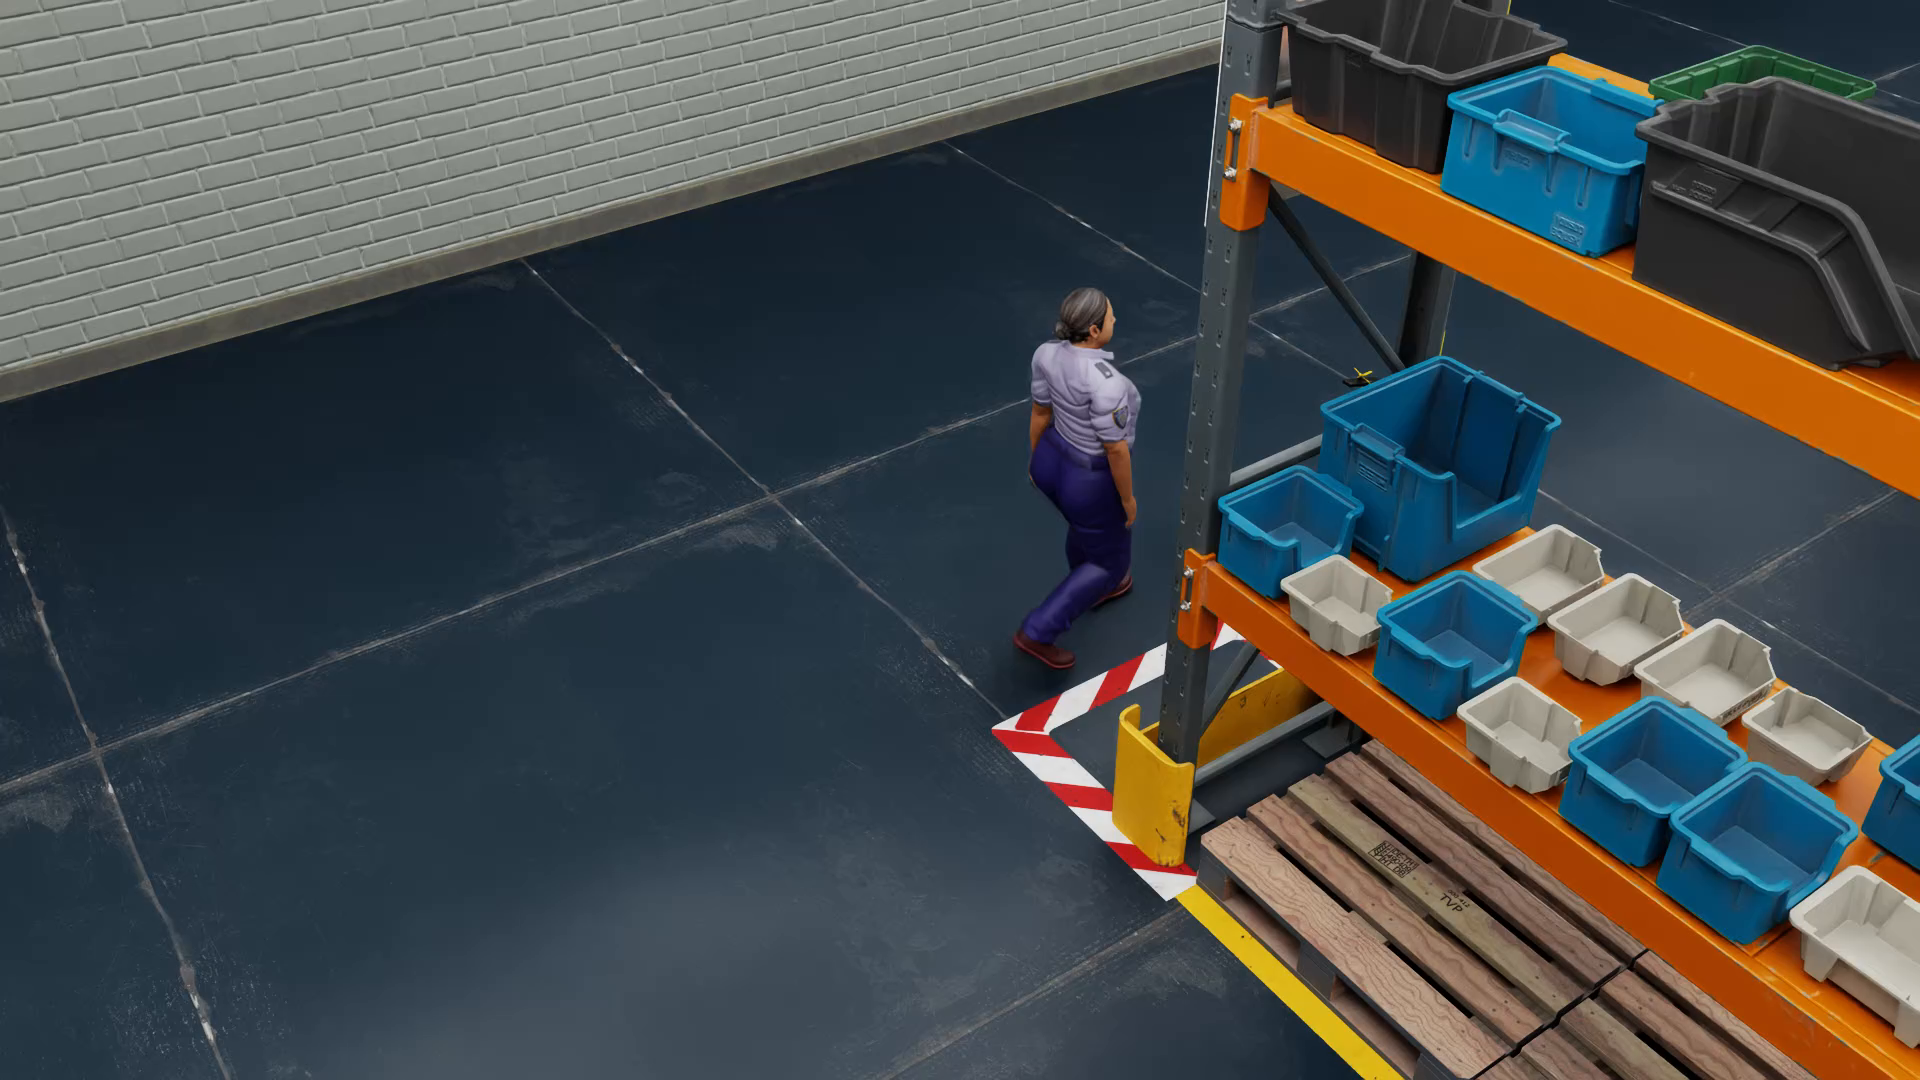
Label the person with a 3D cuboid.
[{"bbox_3d":[0.488,-0.264,6.517,0.818,1.615,0.524,-24,43,-29],"label":"person"}]
